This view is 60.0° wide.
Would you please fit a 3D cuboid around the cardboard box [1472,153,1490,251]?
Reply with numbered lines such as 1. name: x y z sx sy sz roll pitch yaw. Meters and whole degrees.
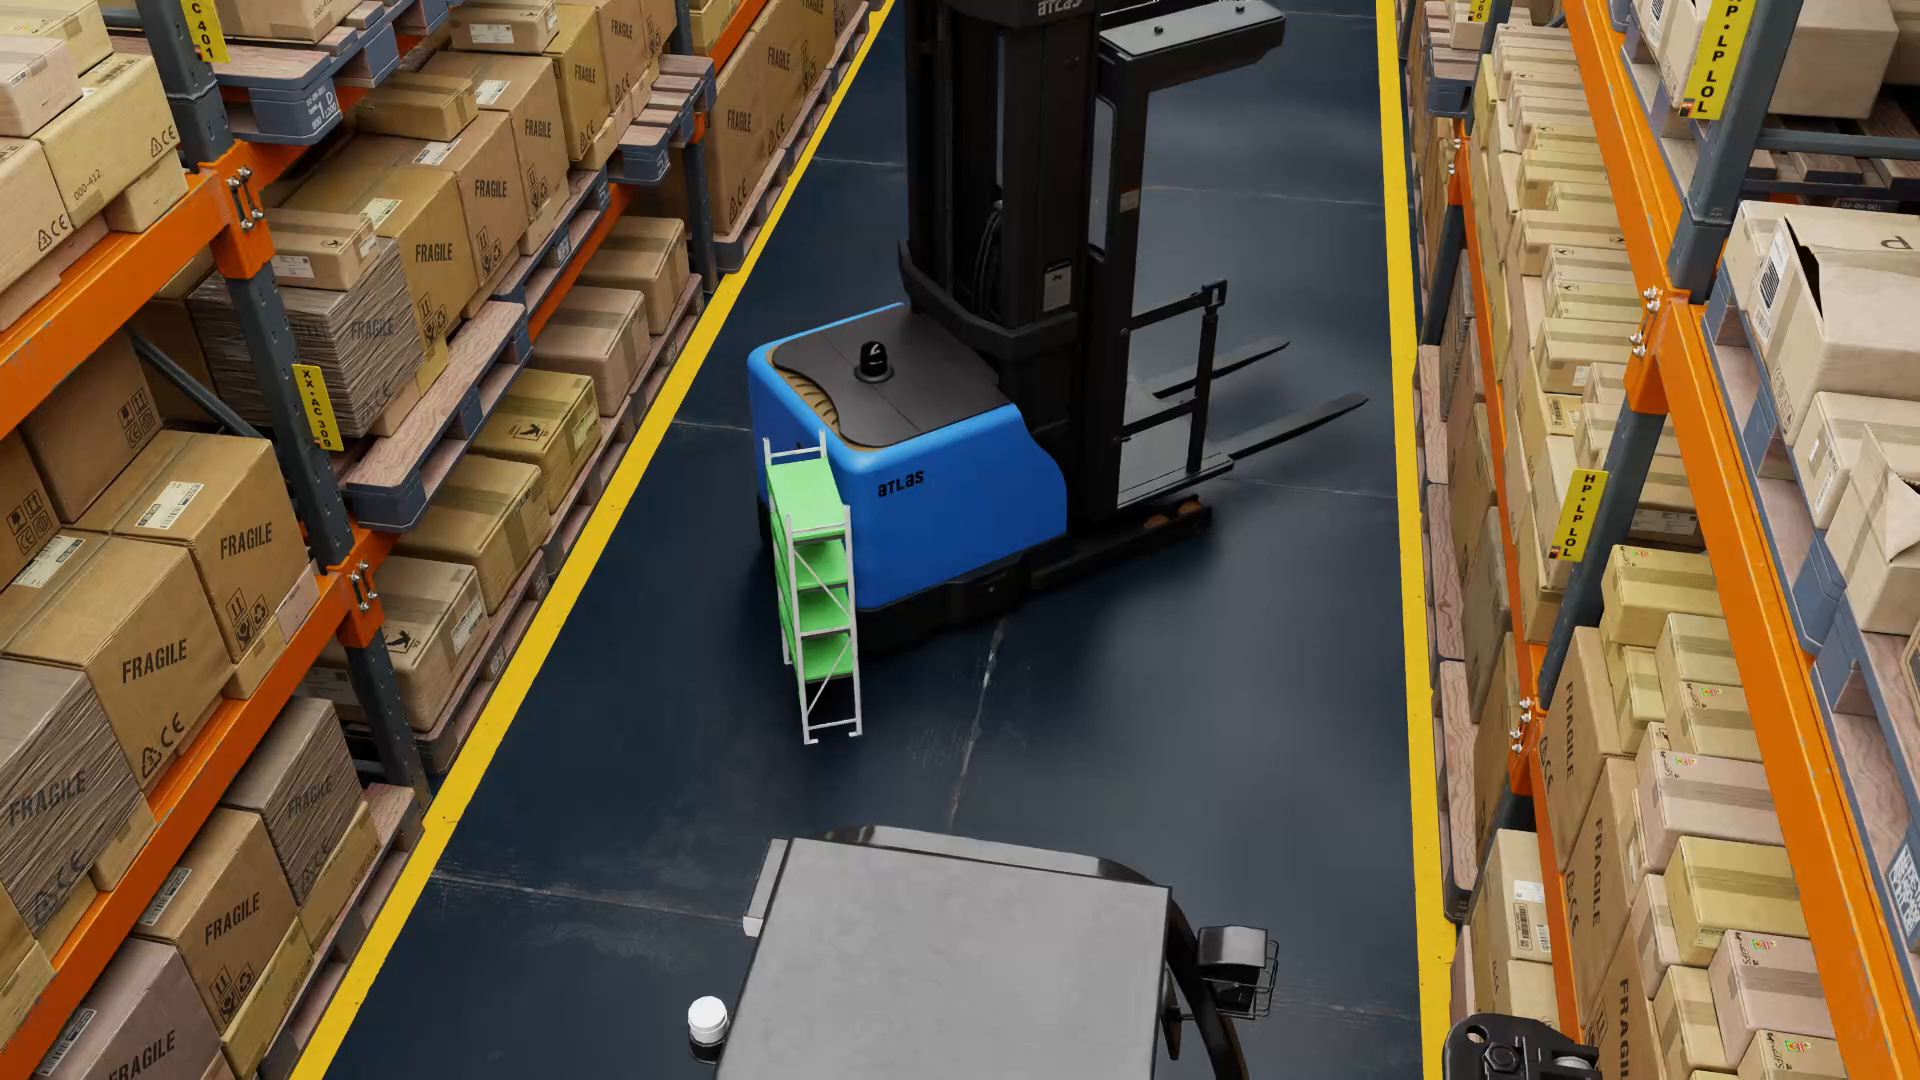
1. cardboard box: 2.579 -1.484 7.406 0.500 0.250 0.500 6 40 7

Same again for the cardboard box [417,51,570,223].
1. cardboard box: -1.966 -1.668 6.868 0.500 0.500 0.500 5 40 6

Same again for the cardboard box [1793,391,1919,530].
1. cardboard box: 1.786 -0.127 3.082 0.380 0.149 0.250 8 40 9

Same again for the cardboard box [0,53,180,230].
1. cardboard box: -2.405 -1.048 4.291 0.500 0.250 0.500 6 40 7

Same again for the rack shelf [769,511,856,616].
1. rack shelf: -0.584 0.069 6.545 0.258 0.148 0.480 -9 40 -11

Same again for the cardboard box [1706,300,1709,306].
1. cardboard box: 2.802 -0.719 5.775 0.380 0.149 0.250 6 40 8

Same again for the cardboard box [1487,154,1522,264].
1. cardboard box: 2.475 -1.351 6.853 0.500 0.250 0.500 5 40 7

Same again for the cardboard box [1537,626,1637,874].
1. cardboard box: 1.962 0.613 4.673 0.500 0.500 0.500 5 40 6

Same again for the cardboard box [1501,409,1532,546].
1. cardboard box: 2.207 -0.202 5.854 0.500 0.250 0.500 6 40 7

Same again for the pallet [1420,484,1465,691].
1. pallet: 2.594 0.242 7.389 1.003 0.211 1.213 6 40 8

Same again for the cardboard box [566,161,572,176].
1. cardboard box: -1.954 -1.672 7.383 0.380 0.149 0.250 7 40 8

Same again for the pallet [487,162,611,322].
1. pallet: -2.204 -1.333 7.255 1.003 0.211 1.213 6 40 8

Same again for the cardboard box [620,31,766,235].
1. cardboard box: -1.700 -2.421 9.759 0.875 0.875 0.875 6 40 7

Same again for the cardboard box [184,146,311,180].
1. cardboard box: -2.630 -1.457 6.104 0.380 0.149 0.250 5 40 6

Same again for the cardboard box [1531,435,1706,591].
1. cardboard box: 2.129 -0.069 5.302 0.500 0.250 0.500 6 40 7

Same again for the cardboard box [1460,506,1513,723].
1. cardboard box: 2.517 0.340 6.615 0.875 0.625 0.625 6 40 7

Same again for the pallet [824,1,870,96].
1. pallet: -1.268 -3.597 12.031 1.003 0.211 1.213 6 40 8

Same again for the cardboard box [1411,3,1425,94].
1. cardboard box: 3.293 -3.203 10.999 0.500 0.500 0.500 6 40 7

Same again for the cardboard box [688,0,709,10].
1. cardboard box: -1.570 -3.079 8.943 0.500 0.250 0.500 6 40 7

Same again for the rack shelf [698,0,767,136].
1. rack shelf: -1.555 -3.631 10.450 1.077 0.370 4.000 6 40 8

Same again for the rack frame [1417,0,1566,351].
1. rack frame: 2.988 -2.109 8.043 1.000 3.000 0.127 6 40 8

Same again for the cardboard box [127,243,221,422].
1. cardboard box: -2.740 -0.773 5.787 0.500 0.500 0.500 6 40 7

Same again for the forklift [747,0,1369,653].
1. forklift: 0.593 -1.351 7.181 3.031 2.935 1.130 -21 44 -24

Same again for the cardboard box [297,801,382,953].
1. cardboard box: -2.431 1.155 5.924 0.500 0.250 0.500 8 40 10

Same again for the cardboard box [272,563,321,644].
1. cardboard box: -2.349 0.189 5.461 0.380 0.149 0.250 6 40 7

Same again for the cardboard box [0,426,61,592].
1. cardboard box: -2.993 -0.111 4.531 0.700 0.500 0.500 7 40 8

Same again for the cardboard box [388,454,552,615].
1. cardboard box: -2.384 -0.073 7.314 0.950 0.372 0.625 9 40 10

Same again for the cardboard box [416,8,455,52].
1. cardboard box: -2.376 -2.050 7.331 0.500 0.500 0.500 7 40 8

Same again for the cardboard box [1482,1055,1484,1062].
1. cardboard box: 1.823 1.693 4.881 0.500 0.250 0.500 6 40 7

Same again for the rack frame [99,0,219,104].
1. rack frame: -2.593 -2.455 3.754 1.000 3.000 0.127 6 40 8

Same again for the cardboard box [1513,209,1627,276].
1. cardboard box: 2.298 -1.106 6.243 0.380 0.149 0.250 5 40 6

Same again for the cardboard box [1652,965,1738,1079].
1. cardboard box: 1.732 1.084 3.594 0.380 0.149 0.250 5 40 6

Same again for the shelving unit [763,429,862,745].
1. shelving unit: -0.583 0.205 6.658 0.258 1.200 0.503 -9 40 -11

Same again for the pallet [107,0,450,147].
1. pallet: -2.382 -1.603 5.224 1.213 0.211 1.003 6 40 8

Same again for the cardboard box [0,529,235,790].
1. cardboard box: -2.508 0.334 4.777 0.500 0.500 0.500 8 40 9

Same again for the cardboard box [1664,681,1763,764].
1. cardboard box: 1.957 0.501 4.066 0.380 0.149 0.250 6 40 7

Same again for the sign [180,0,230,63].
1. sign: -2.058 -1.444 4.479 0.100 0.325 0.005 6 40 8

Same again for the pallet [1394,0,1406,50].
1. pallet: 3.800 -3.975 12.489 1.003 0.211 1.213 6 40 8

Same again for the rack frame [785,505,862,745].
1. rack frame: -0.523 0.355 6.475 0.240 1.200 0.015 -9 40 -11

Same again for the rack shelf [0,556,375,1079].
1. rack shelf: -2.940 1.389 4.377 1.077 0.370 4.000 6 40 8

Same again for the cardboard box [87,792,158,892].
1. cardboard box: -2.521 0.827 4.690 0.380 0.149 0.250 6 40 7

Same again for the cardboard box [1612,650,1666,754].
1. cardboard box: 1.938 0.447 4.365 0.380 0.149 0.250 7 40 9

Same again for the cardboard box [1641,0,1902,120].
1. cardboard box: 2.181 -1.401 4.496 0.500 0.311 0.500 5 40 6

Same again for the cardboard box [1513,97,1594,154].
1. cardboard box: 2.546 -1.732 7.001 0.380 0.149 0.250 7 40 8

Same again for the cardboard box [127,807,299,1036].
1. cardboard box: -2.518 1.186 5.298 0.500 0.500 0.500 7 40 8

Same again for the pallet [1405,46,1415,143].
1. pallet: 3.577 -3.030 11.346 1.003 0.211 1.213 6 40 8

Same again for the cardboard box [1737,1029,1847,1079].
1. cardboard box: 1.778 1.142 3.291 0.380 0.149 0.250 7 40 8

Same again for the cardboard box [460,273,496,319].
1. cardboard box: -2.075 -1.019 6.593 0.380 0.149 0.250 7 40 8

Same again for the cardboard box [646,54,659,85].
1. cardboard box: -1.701 -2.311 8.155 0.380 0.149 0.250 7 40 8

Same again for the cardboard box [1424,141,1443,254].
1. cardboard box: 2.947 -1.909 9.434 0.500 0.500 0.500 6 40 7

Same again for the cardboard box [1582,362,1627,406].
1. cardboard box: 2.257 -0.437 5.434 0.380 0.149 0.250 6 40 8

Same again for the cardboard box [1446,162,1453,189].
1. cardboard box: 2.824 -1.895 8.908 0.380 0.149 0.250 5 40 5

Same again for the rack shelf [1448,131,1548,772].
1. rack shelf: 2.642 -0.576 6.754 1.077 0.370 4.000 6 40 8

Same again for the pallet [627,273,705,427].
1. pallet: -2.038 -1.089 8.998 1.003 0.211 1.213 6 40 8
